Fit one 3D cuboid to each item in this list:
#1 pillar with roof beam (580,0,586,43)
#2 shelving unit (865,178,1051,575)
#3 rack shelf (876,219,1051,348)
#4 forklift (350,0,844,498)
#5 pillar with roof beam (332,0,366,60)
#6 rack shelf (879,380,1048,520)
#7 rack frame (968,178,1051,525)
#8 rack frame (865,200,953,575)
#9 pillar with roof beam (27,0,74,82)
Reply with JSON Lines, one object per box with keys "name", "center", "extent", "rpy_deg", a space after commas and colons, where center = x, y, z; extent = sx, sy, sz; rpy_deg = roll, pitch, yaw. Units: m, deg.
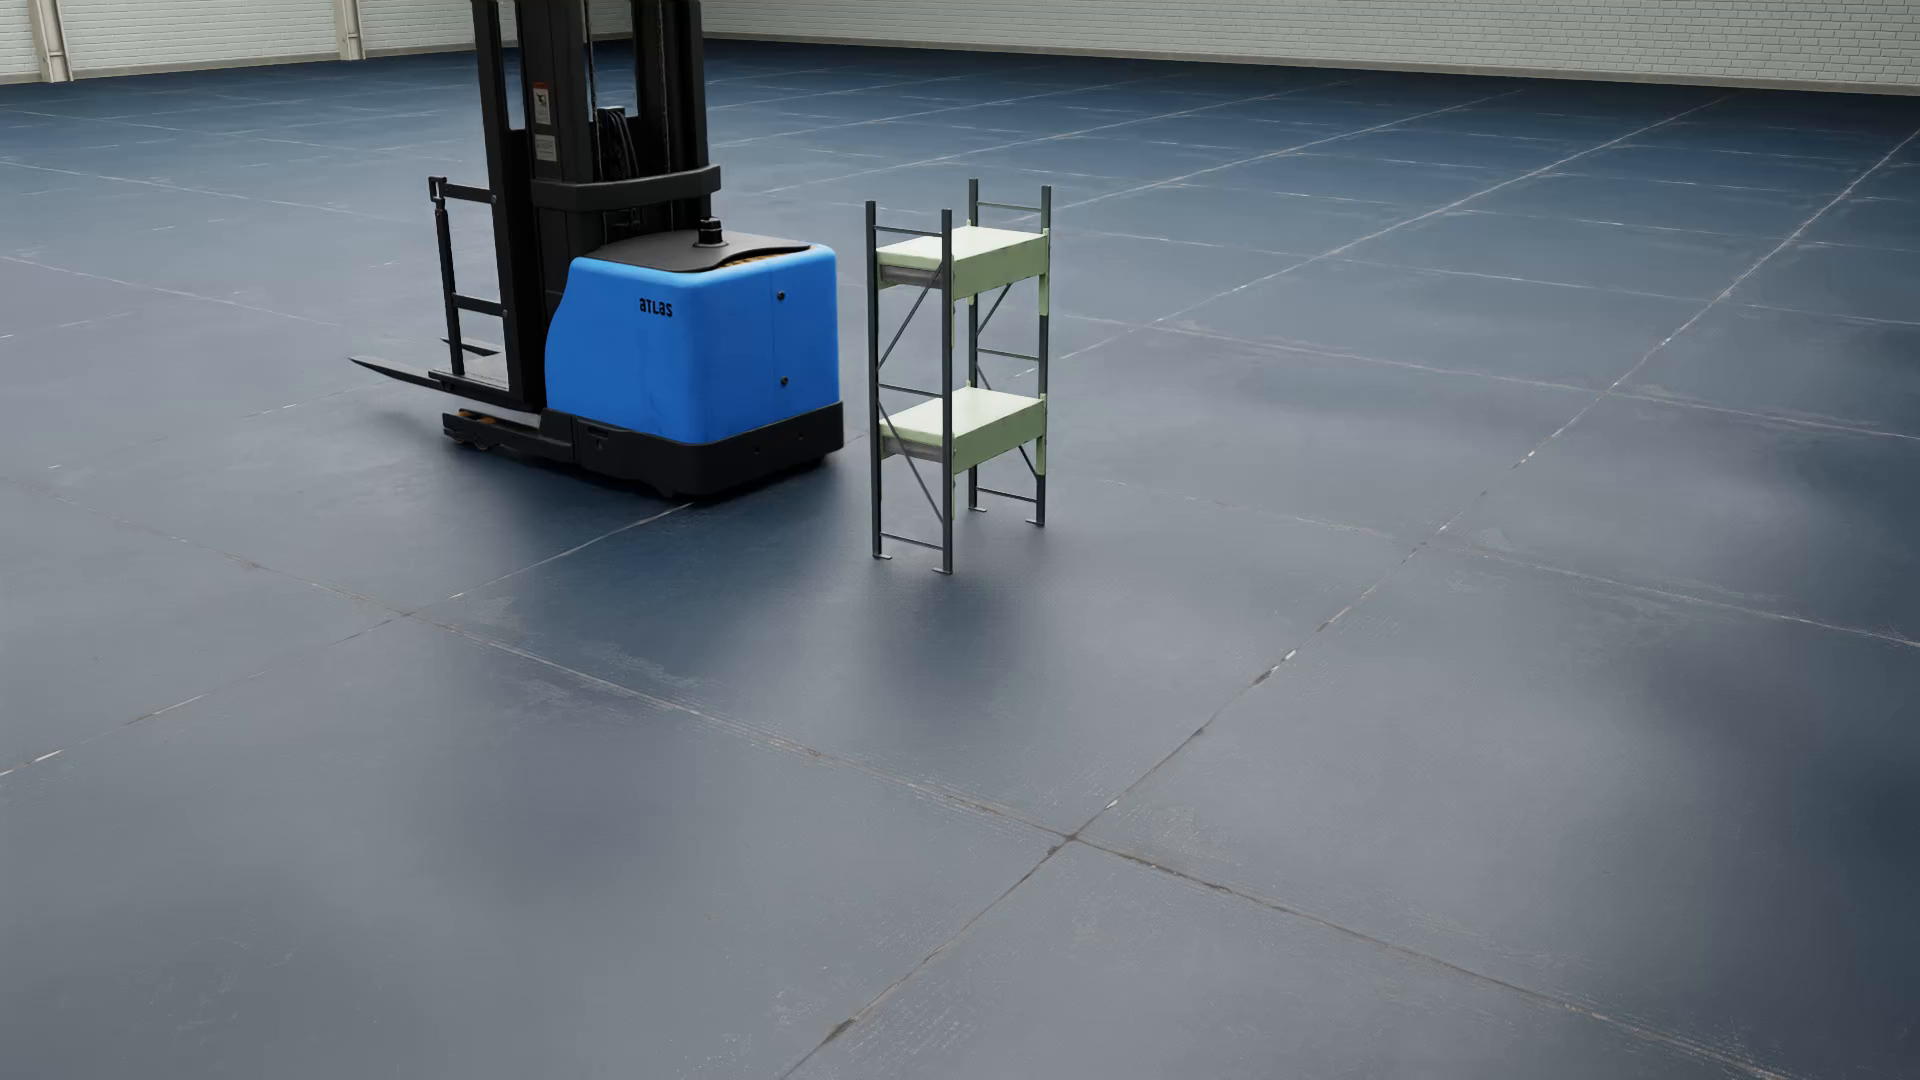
{"name": "pillar with roof beam", "center": [-5.213, -14.716, 34.077], "extent": [9.100, 9.000, 0.400], "rpy_deg": [13, 24, 32]}
{"name": "shelving unit", "center": [0.004, -0.705, 7.010], "extent": [0.431, 1.500, 0.755], "rpy_deg": [13, 24, 32]}
{"name": "rack shelf", "center": [0.004, -1.071, 6.875], "extent": [0.431, 0.370, 0.720], "rpy_deg": [13, 24, 32]}
{"name": "forklift", "center": [-2.054, -1.963, 8.347], "extent": [3.031, 2.935, 1.130], "rpy_deg": [15, 25, 35]}
{"name": "pillar with roof beam", "center": [-8.586, -12.994, 29.423], "extent": [9.100, 9.000, 0.400], "rpy_deg": [13, 24, 32]}
{"name": "rack shelf", "center": [0.004, -0.400, 7.123], "extent": [0.431, 0.370, 0.720], "rpy_deg": [13, 24, 32]}
{"name": "rack frame", "center": [0.209, -0.810, 7.294], "extent": [0.400, 1.500, 0.023], "rpy_deg": [13, 24, 32]}
{"name": "rack frame", "center": [-0.202, -0.600, 6.726], "extent": [0.400, 1.500, 0.023], "rpy_deg": [13, 24, 32]}
{"name": "pillar with roof beam", "center": [-11.959, -11.273, 24.769], "extent": [9.100, 9.000, 0.400], "rpy_deg": [13, 24, 32]}
